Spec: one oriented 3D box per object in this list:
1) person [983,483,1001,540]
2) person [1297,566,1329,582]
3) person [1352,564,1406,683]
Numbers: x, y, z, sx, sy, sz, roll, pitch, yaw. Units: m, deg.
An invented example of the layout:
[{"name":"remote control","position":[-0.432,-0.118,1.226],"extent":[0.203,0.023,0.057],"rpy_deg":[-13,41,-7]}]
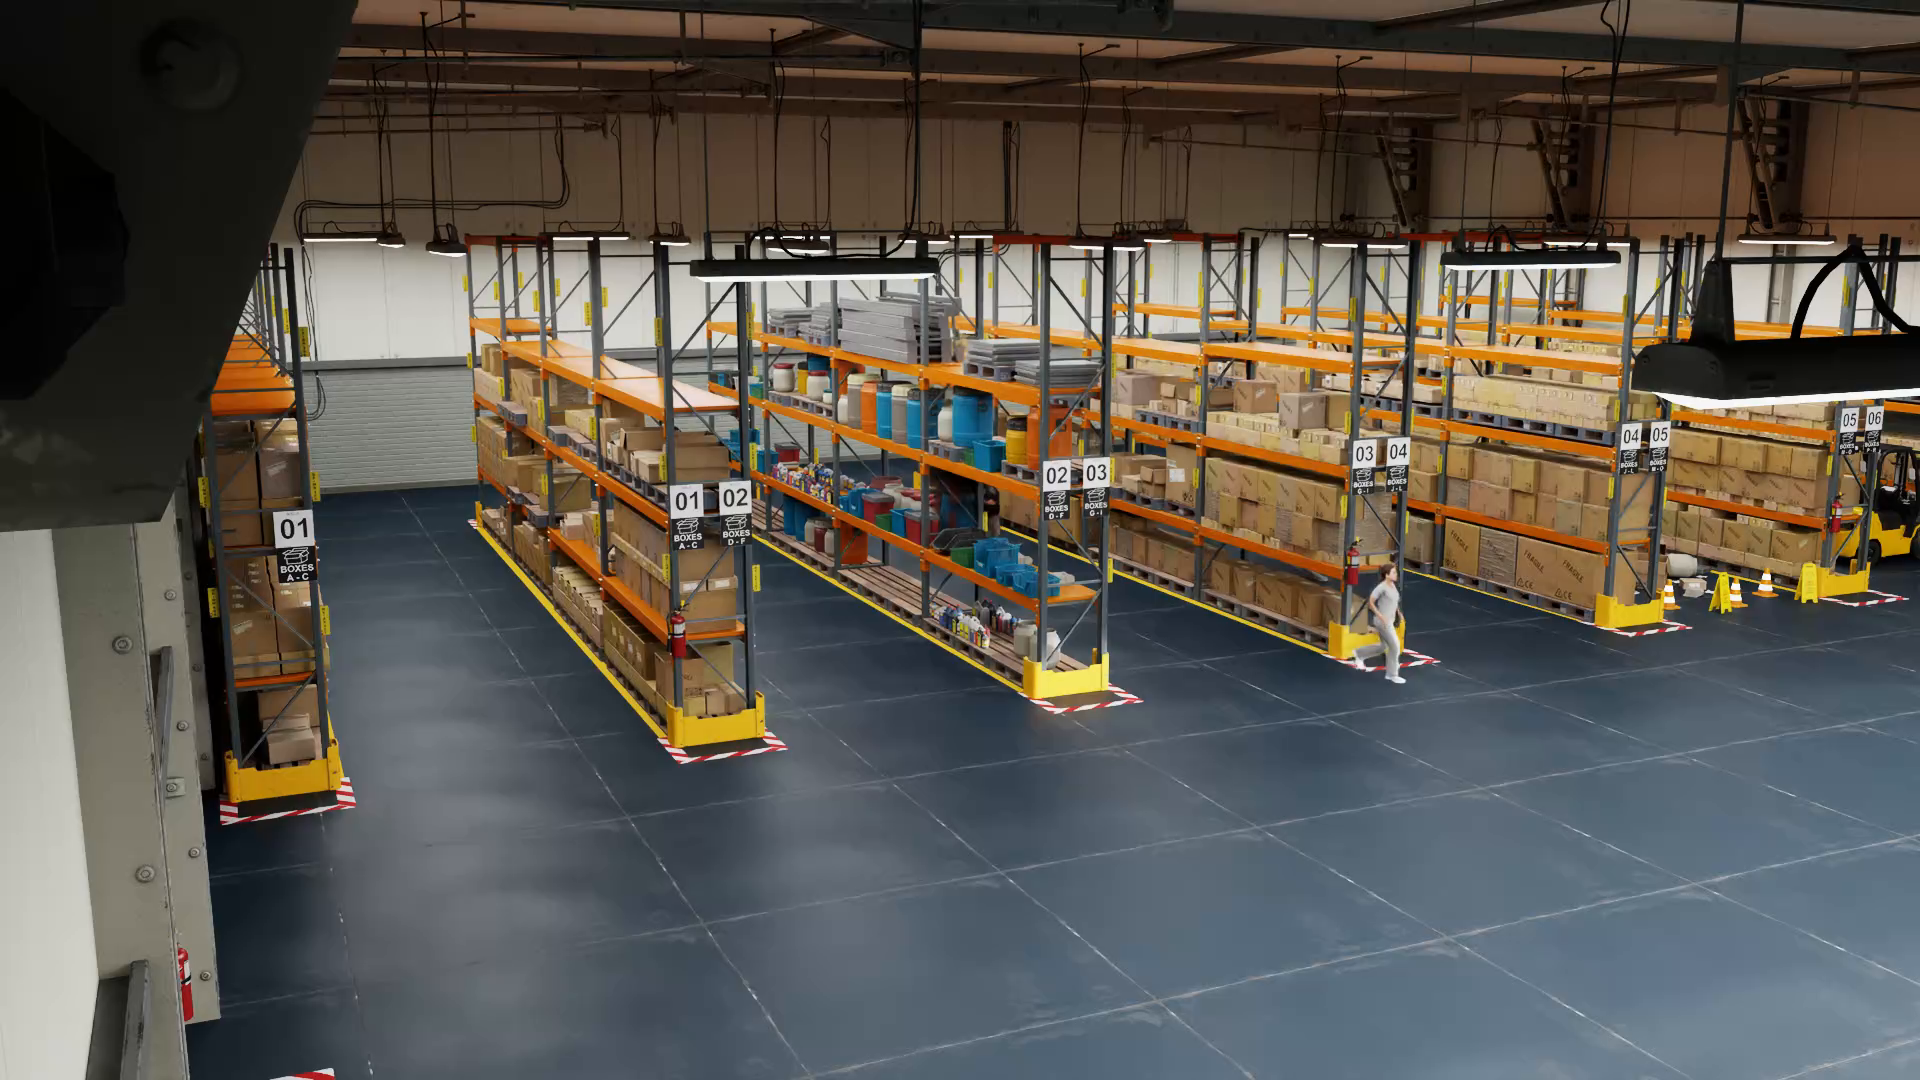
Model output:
[{"name":"person","position":[0.519,-0.440,30.749],"extent":[0.657,1.725,0.950],"rpy_deg":[-8,14,-37]},{"name":"person","position":[6.221,-0.201,29.470],"extent":[0.672,1.756,0.953],"rpy_deg":[-8,14,-36]},{"name":"person","position":[5.844,1.130,23.030],"extent":[0.762,1.652,0.556],"rpy_deg":[7,13,34]}]
